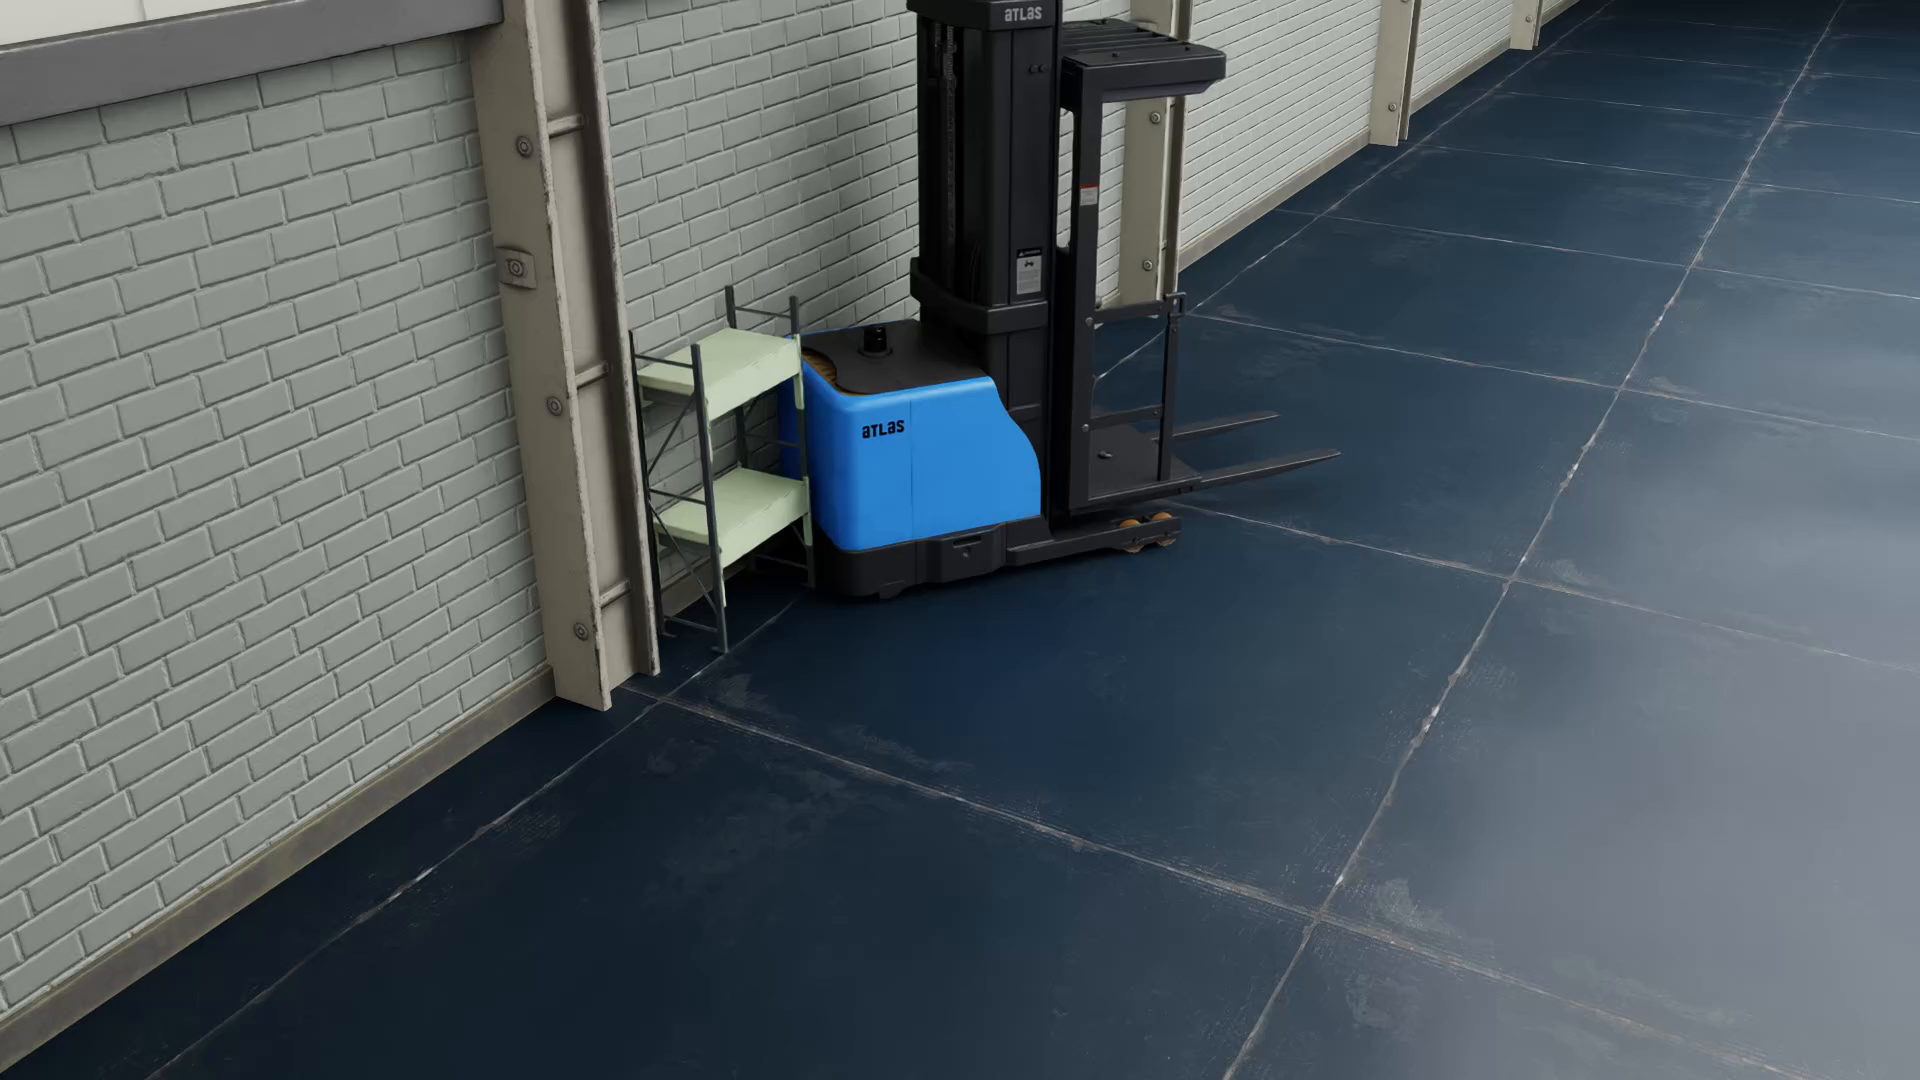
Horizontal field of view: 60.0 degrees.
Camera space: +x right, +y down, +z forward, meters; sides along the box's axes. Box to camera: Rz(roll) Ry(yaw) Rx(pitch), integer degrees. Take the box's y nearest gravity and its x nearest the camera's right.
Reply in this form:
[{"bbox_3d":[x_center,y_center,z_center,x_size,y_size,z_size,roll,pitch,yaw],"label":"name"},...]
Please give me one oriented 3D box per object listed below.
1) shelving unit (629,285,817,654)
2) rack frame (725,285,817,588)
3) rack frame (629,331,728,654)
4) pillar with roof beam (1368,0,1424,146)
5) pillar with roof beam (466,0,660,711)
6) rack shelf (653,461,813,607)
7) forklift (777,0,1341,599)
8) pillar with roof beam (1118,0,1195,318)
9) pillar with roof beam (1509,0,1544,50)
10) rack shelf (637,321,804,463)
[{"bbox_3d":[-1.085,-0.334,7.729,0.431,1.500,0.755,13,30,27],"label":"shelving unit"},{"bbox_3d":[-0.906,-0.477,8.014,0.400,1.500,0.023,13,30,27],"label":"rack frame"},{"bbox_3d":[-1.265,-0.190,7.444,0.400,1.500,0.023,13,30,27],"label":"rack frame"},{"bbox_3d":[8.062,-7.115,12.910,9.100,9.000,0.400,14,30,26],"label":"pillar with roof beam"},{"bbox_3d":[2.158,-2.438,3.568,9.100,9.000,0.400,14,30,26],"label":"pillar with roof beam"},{"bbox_3d":[-1.079,-0.041,7.873,0.431,0.370,0.720,13,30,27],"label":"rack shelf"},{"bbox_3d":[0.602,-1.450,8.372,3.031,2.935,1.130,-11,29,-22],"label":"forklift"},{"bbox_3d":[5.110,-4.777,8.239,9.100,9.000,0.400,14,30,26],"label":"pillar with roof beam"},{"bbox_3d":[11.013,-9.453,17.581,9.100,9.000,0.400,14,30,26],"label":"pillar with roof beam"},{"bbox_3d":[-1.093,-0.684,7.557,0.431,0.370,0.720,13,30,27],"label":"rack shelf"}]
